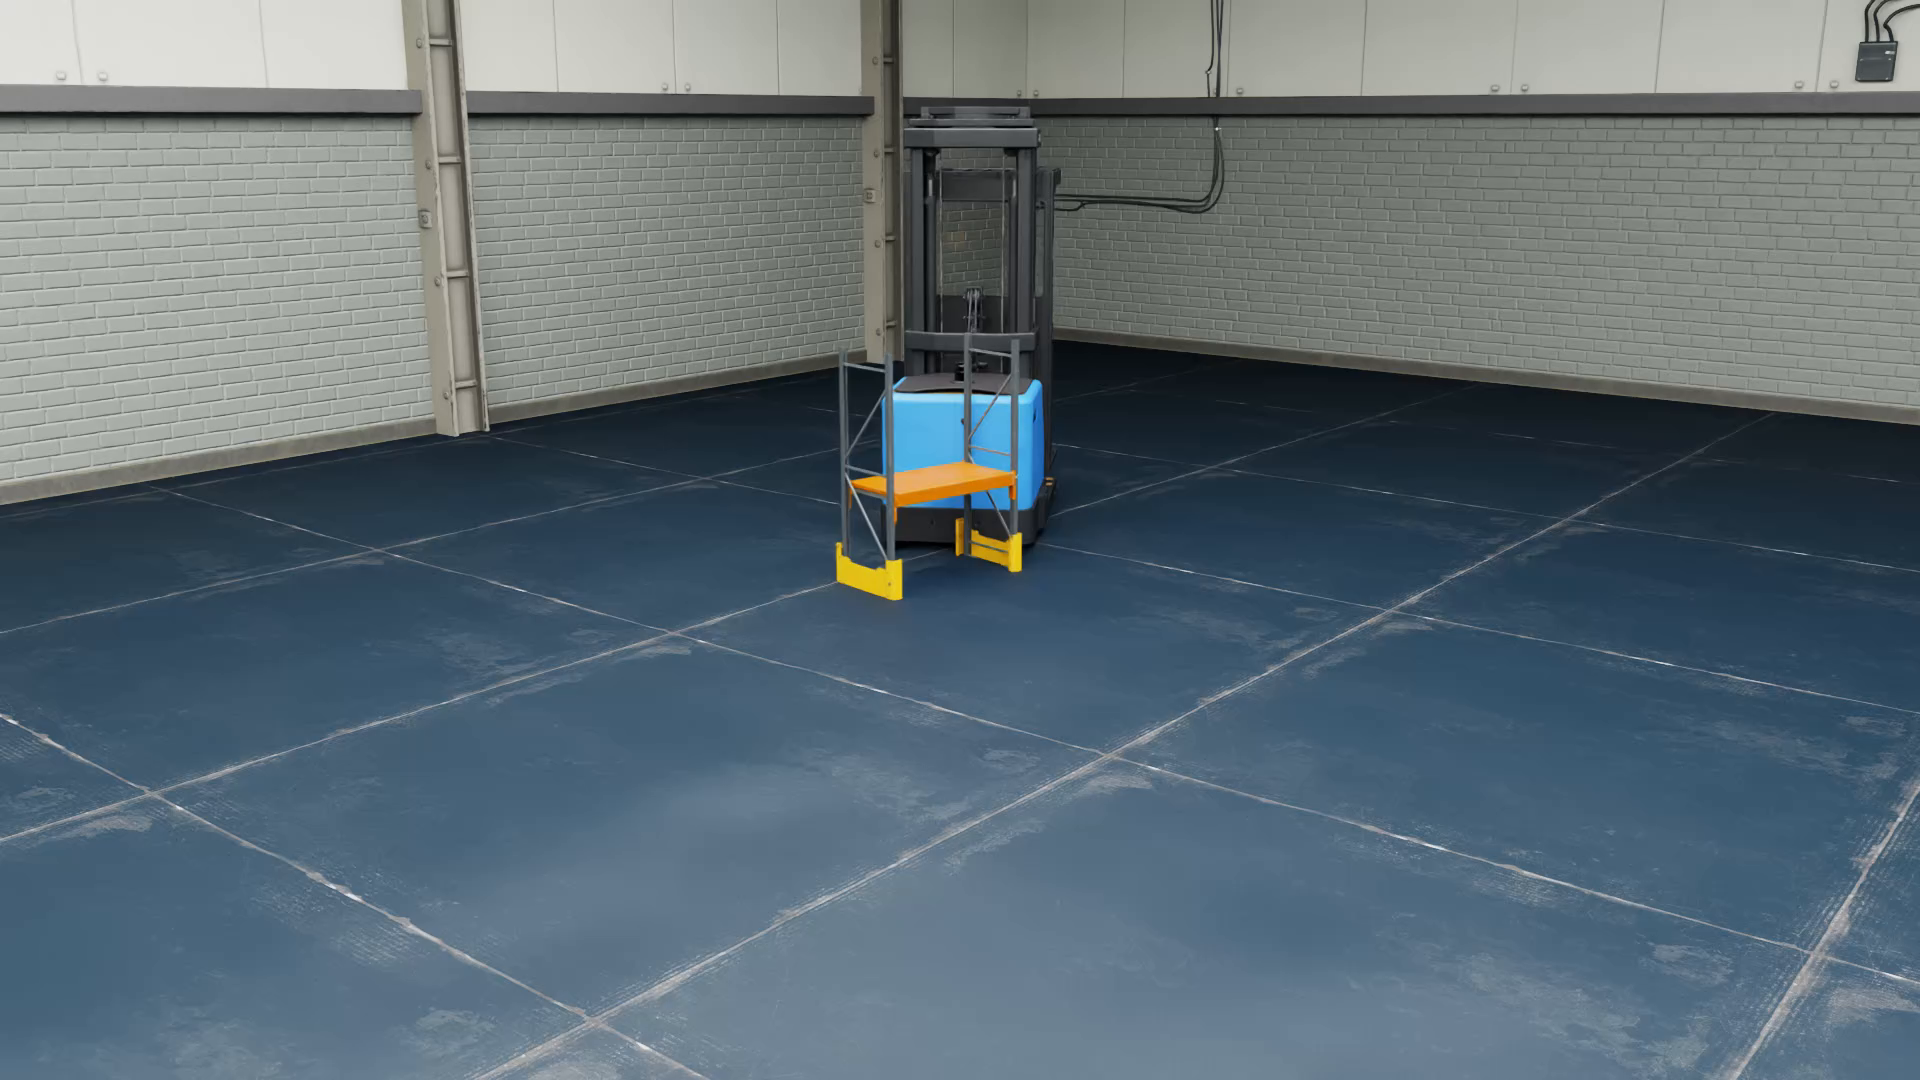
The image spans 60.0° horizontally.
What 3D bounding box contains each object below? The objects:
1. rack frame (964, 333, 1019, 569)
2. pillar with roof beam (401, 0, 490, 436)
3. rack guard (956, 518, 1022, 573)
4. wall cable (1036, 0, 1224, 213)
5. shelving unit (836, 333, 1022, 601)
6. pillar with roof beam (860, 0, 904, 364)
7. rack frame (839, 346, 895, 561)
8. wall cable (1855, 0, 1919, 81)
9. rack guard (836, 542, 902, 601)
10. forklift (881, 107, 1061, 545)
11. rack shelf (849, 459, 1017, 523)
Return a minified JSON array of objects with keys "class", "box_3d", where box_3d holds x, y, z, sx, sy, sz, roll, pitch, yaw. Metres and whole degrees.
[{"class":"rack frame","box_3d":[0.199,-0.577,10.848,0.032,1.500,0.500,-12,19,-39]},{"class":"pillar with roof beam","box_3d":[-1.328,-4.715,11.905,9.100,9.000,0.400,11,18,38]},{"class":"rack guard","box_3d":[0.185,0.032,10.990,0.087,0.250,0.587,-12,19,-39]},{"class":"wall cable","box_3d":[1.974,-5.384,20.849,3.097,2.526,0.112,11,18,38]},{"class":"shelving unit","box_3d":[-0.192,-0.494,10.521,1.083,1.500,0.587,-12,19,-39]},{"class":"pillar with roof beam","box_3d":[2.443,-5.864,16.428,9.100,9.000,0.400,11,18,38]},{"class":"rack frame","box_3d":[-0.570,-0.414,10.205,0.032,1.500,0.500,-12,19,-39]},{"class":"wall cable","box_3d":[9.348,-7.066,14.253,2.305,6.003,0.169,11,18,38]},{"class":"rack guard","box_3d":[-0.569,0.192,10.359,0.087,0.250,0.587,-12,19,-39]},{"class":"forklift","box_3d":[0.163,-1.700,12.363,1.130,2.935,3.031,2,14,7]},{"class":"rack shelf","box_3d":[-0.185,-0.321,10.571,1.000,0.185,0.538,-12,19,-39]}]
